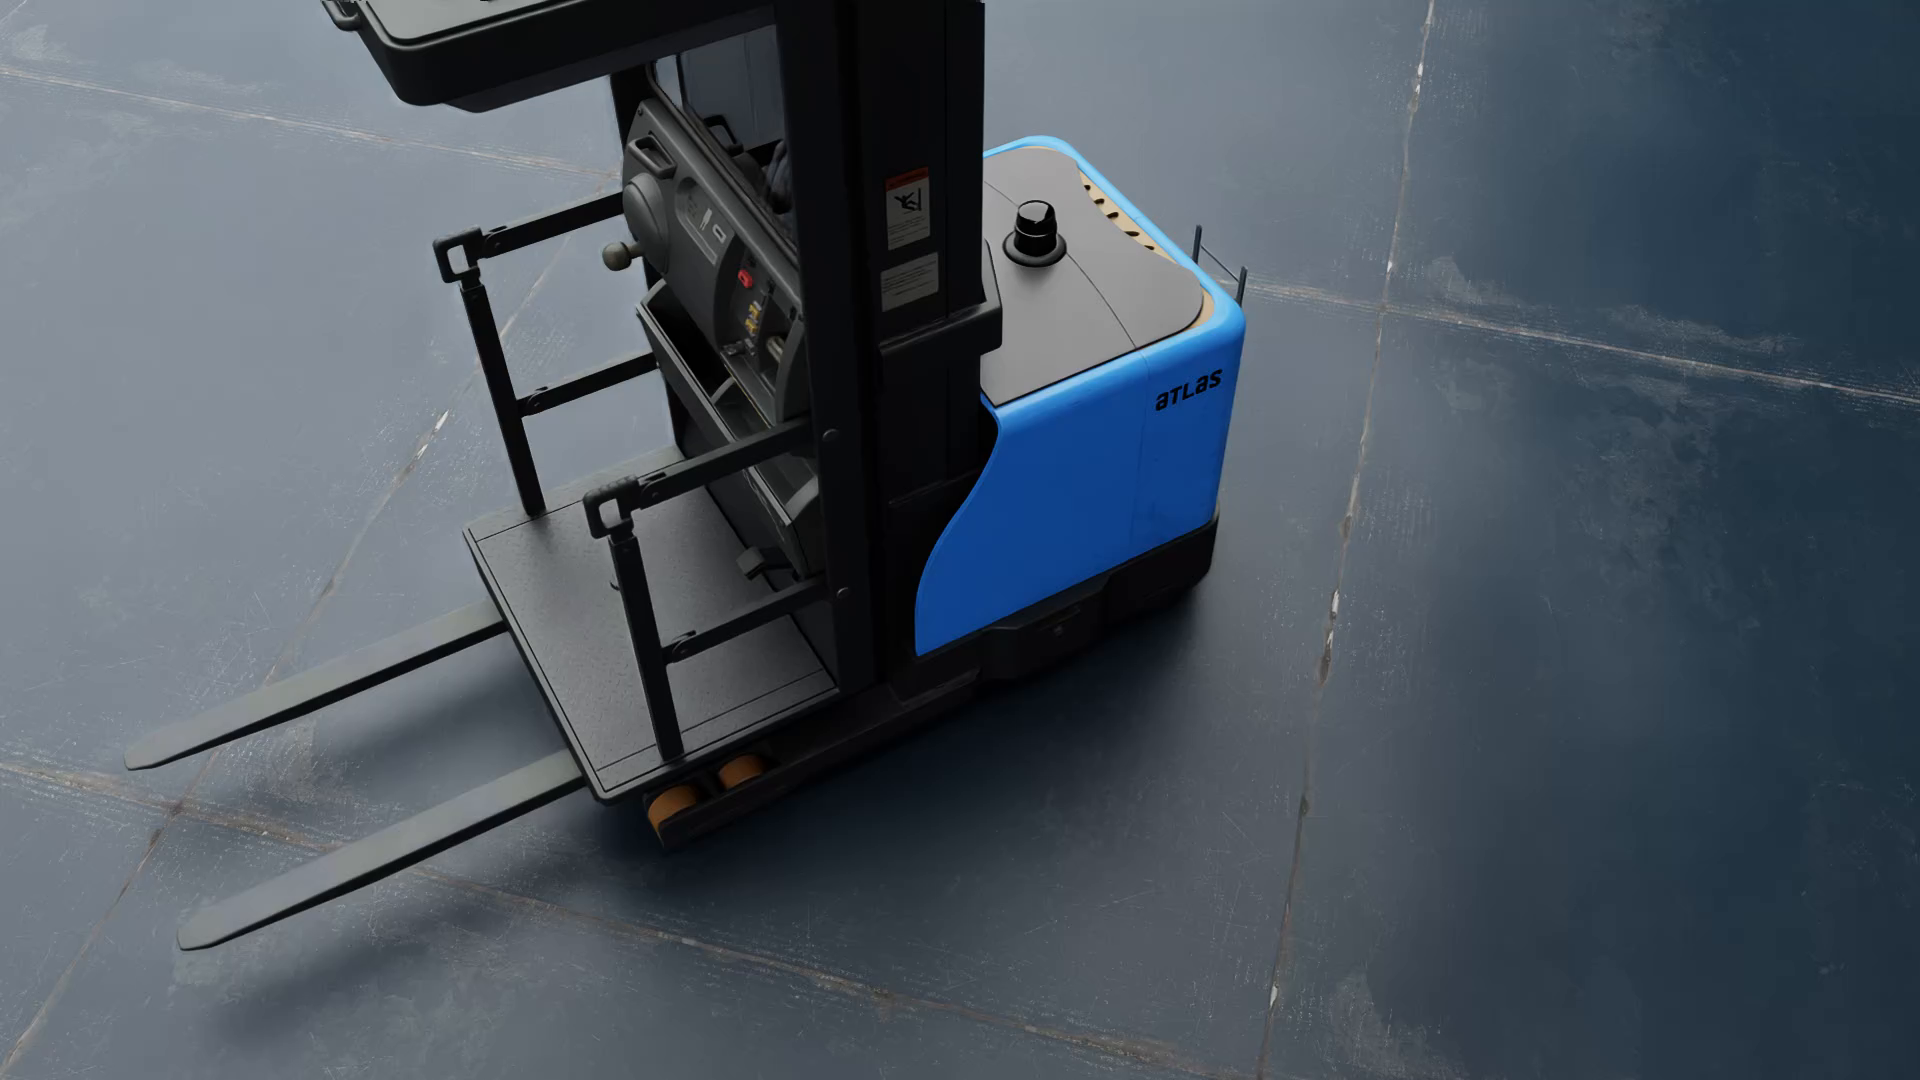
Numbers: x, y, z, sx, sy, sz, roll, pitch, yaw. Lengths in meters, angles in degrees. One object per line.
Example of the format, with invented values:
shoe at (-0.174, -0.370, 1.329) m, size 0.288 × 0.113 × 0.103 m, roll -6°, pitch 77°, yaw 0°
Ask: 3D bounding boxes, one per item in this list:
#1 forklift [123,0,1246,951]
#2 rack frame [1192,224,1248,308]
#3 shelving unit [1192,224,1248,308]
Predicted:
forklift at (-0.764, -0.604, 3.828) m, size 3.031 × 2.935 × 1.130 m, roll -24°, pitch 53°, yaw -19°
rack frame at (0.755, -0.550, 5.135) m, size 0.006 × 0.900 × 0.240 m, roll -24°, pitch 53°, yaw -19°
shelving unit at (0.668, -0.512, 5.101) m, size 0.210 × 0.900 × 0.258 m, roll -24°, pitch 53°, yaw -19°
